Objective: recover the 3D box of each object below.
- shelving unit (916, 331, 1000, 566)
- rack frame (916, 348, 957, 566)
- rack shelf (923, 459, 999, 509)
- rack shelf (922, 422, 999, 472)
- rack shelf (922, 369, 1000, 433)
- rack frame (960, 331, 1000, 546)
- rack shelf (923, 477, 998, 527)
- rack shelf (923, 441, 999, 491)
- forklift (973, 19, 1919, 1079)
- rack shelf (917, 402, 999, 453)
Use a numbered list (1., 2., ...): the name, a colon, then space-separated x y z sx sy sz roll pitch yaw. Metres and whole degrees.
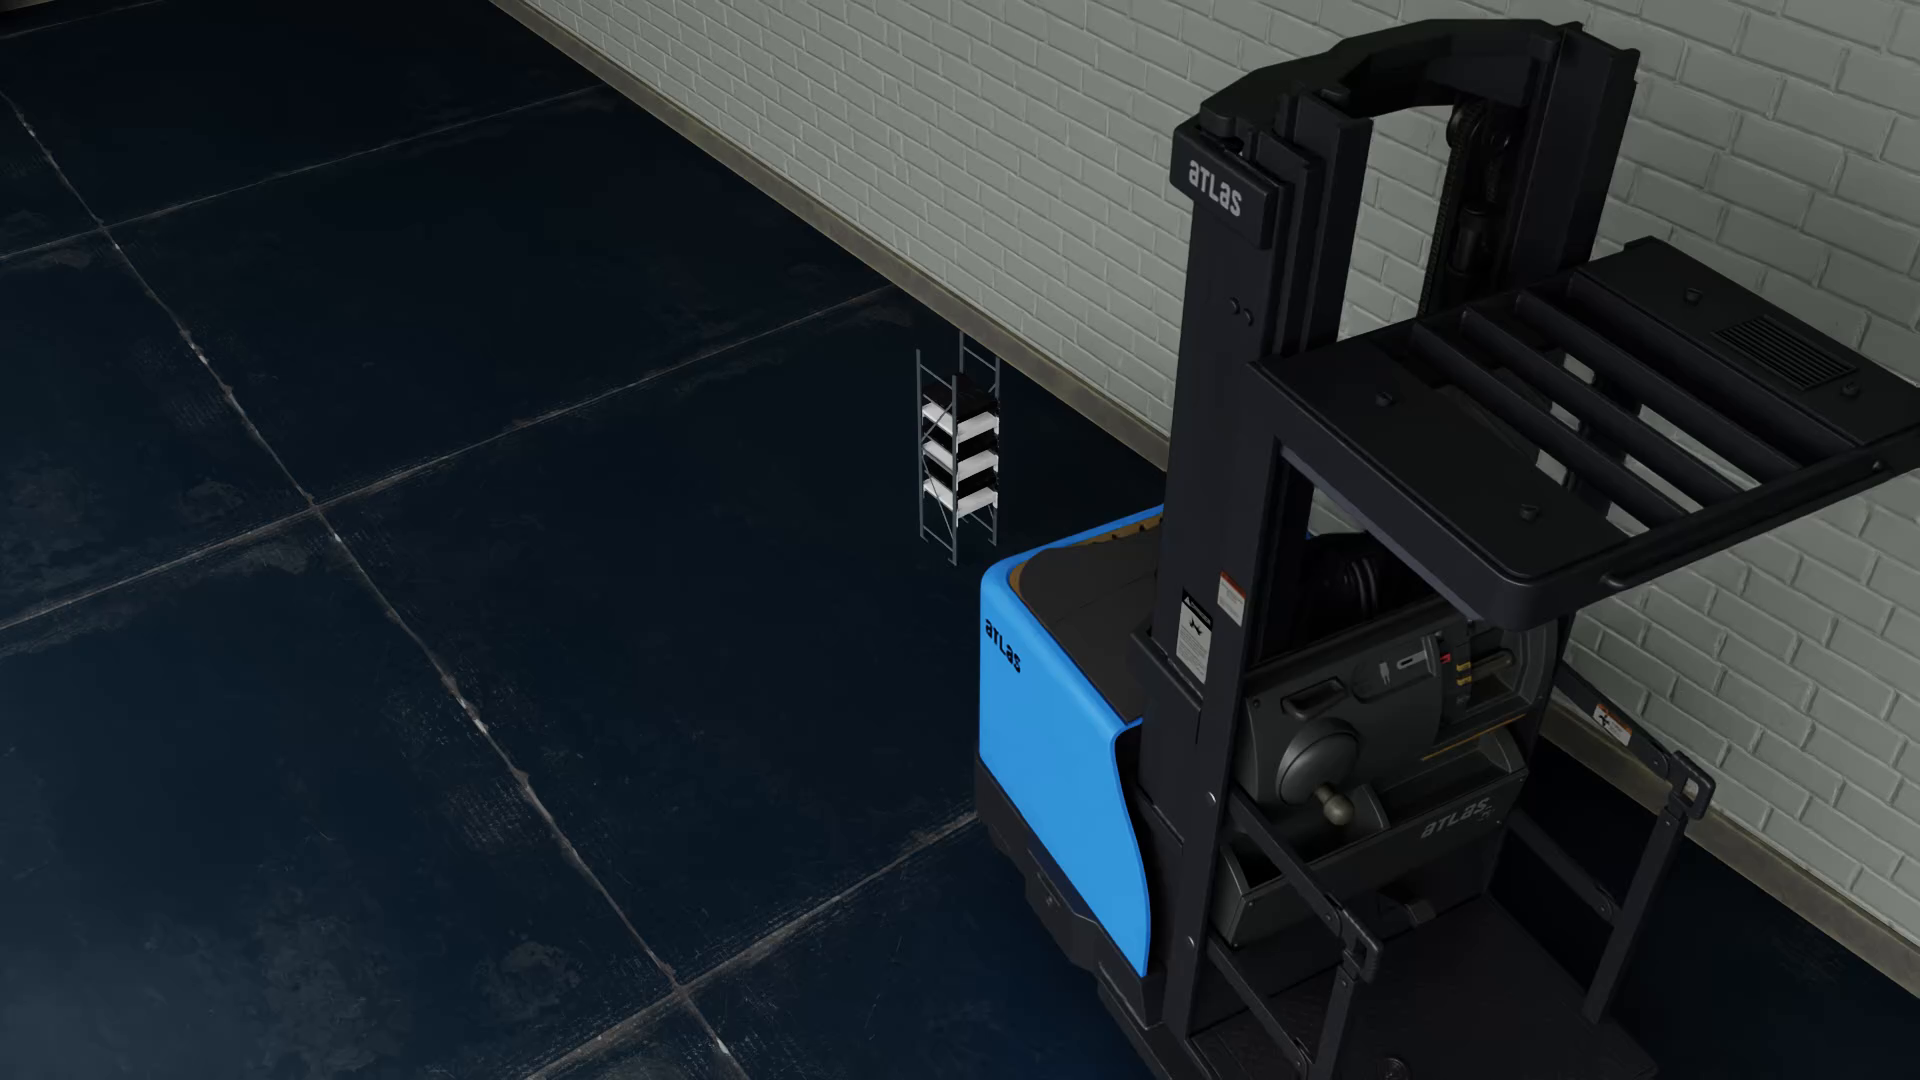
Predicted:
1. shelving unit: -0.006 -0.345 6.461 0.210 0.900 0.258 -26 46 -28
2. rack frame: -0.087 -0.305 6.413 0.006 0.900 0.240 -26 46 -28
3. rack shelf: -0.006 -0.249 6.539 0.200 0.077 0.258 -26 46 -28
4. rack shelf: -0.006 -0.389 6.425 0.200 0.077 0.258 -26 46 -28
5. rack shelf: -0.006 -0.528 6.311 0.200 0.077 0.258 -26 46 -28
6. rack frame: 0.074 -0.384 6.509 0.006 0.900 0.240 -26 46 -28
7. rack shelf: -0.006 -0.180 6.596 0.200 0.077 0.258 -26 46 -28
8. rack shelf: -0.006 -0.319 6.482 0.200 0.077 0.258 -26 46 -28
9. forklift: 1.182 0.457 3.881 1.130 2.935 3.031 -19 43 -21
10. rack shelf: -0.006 -0.458 6.368 0.200 0.077 0.258 -26 46 -28
